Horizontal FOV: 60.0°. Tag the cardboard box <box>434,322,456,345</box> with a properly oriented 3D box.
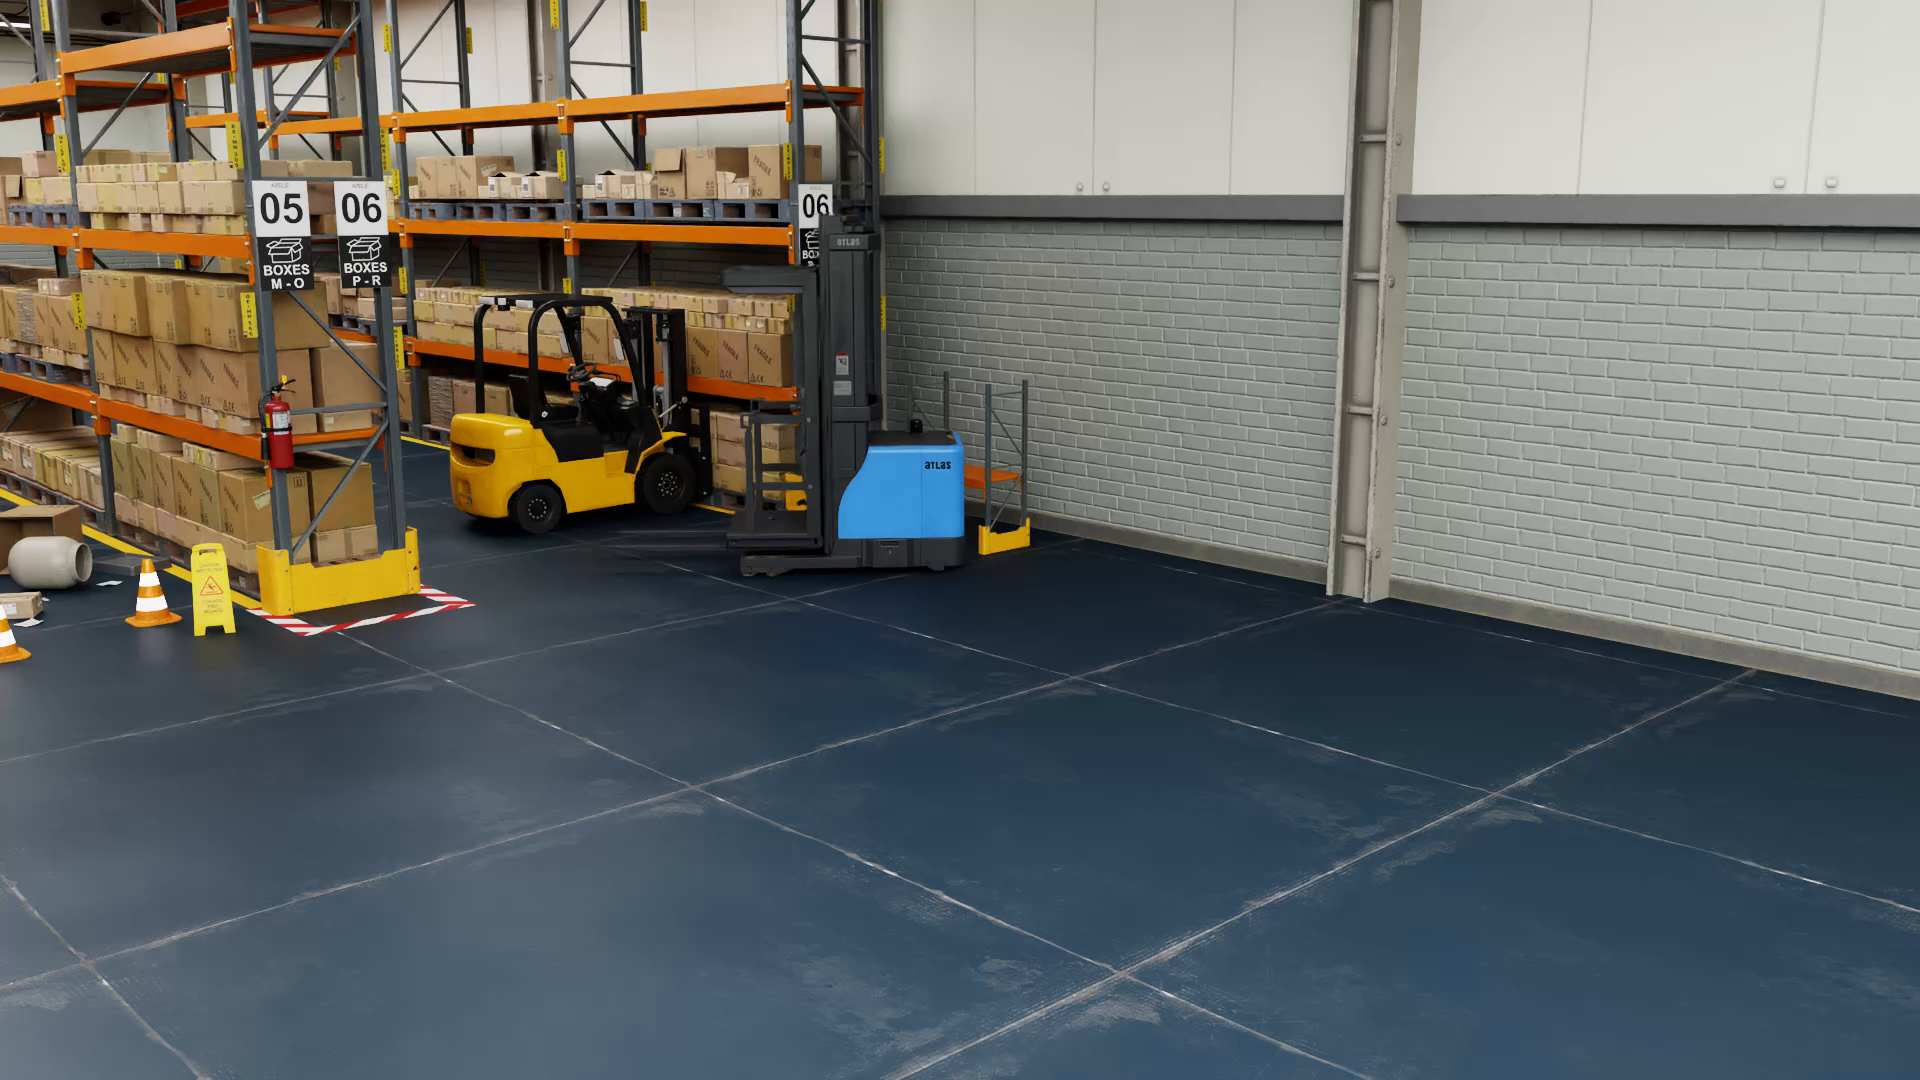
[{"bbox_3d":[-6.223,-2.602,20.819,0.500,0.250,0.500,-11,16,-44],"label":"cardboard box"}]

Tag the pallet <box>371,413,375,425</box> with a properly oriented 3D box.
[{"bbox_3d":[-8.023,-1.775,23.342,1.003,0.211,1.213,-11,16,-43],"label":"pallet"}]

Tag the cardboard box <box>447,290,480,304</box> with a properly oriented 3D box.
[{"bbox_3d":[-6.118,-3.019,20.613,0.380,0.149,0.250,-11,16,-42],"label":"cardboard box"}]

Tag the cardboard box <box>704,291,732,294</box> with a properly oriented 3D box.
[{"bbox_3d":[-2.482,-2.540,17.552,0.380,0.149,0.250,-10,15,-41],"label":"cardboard box"}]

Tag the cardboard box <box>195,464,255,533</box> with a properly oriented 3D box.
[{"bbox_3d":[-5.864,-0.371,13.534,0.500,0.500,0.500,-10,15,-40],"label":"cardboard box"}]

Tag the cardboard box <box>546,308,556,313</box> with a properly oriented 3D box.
[{"bbox_3d":[-4.522,-2.686,18.996,0.380,0.149,0.250,-11,16,-43],"label":"cardboard box"}]

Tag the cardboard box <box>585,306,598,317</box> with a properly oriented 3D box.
[{"bbox_3d":[-3.904,-2.548,18.330,0.380,0.149,0.250,-11,16,-43],"label":"cardboard box"}]

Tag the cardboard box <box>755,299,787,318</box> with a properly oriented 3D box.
[{"bbox_3d":[-1.764,-2.248,16.135,0.380,0.149,0.250,-11,16,-42],"label":"cardboard box"}]

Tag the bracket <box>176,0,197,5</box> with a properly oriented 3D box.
[{"bbox_3d":[-11.610,-8.748,26.489,0.076,0.066,4.783,-11,16,-43],"label":"bracket"}]

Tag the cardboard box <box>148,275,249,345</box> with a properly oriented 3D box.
[{"bbox_3d":[-6.040,-1.852,13.344,0.700,0.500,0.500,-11,16,-43],"label":"cardboard box"}]

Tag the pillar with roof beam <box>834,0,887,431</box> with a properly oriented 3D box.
[{"bbox_3d":[-4.114,-4.247,13.561,9.100,9.000,0.400,-11,16,-43],"label":"pillar with roof beam"}]

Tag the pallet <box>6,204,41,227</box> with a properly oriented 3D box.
[{"bbox_3d":[-8.589,-3.206,16.407,1.213,0.211,1.003,-11,16,-43],"label":"pallet"}]

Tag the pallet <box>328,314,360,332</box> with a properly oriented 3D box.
[{"bbox_3d":[-8.043,-3.038,23.036,1.003,0.211,1.213,-11,16,-43],"label":"pallet"}]

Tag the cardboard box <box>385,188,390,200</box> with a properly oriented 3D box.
[{"bbox_3d":[-7.280,-4.498,21.600,0.250,0.149,0.380,11,16,44],"label":"cardboard box"}]

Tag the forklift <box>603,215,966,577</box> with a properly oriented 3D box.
[{"bbox_3d":[-1.484,-1.242,14.013,3.031,2.935,1.130,-1,12,-3],"label":"forklift"}]

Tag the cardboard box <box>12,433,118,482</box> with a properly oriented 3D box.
[{"bbox_3d":[-9.385,-0.885,17.581,0.950,0.372,0.625,-11,16,-44],"label":"cardboard box"}]

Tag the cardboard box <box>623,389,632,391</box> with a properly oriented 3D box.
[{"bbox_3d":[-3.454,-1.569,18.726,0.500,0.250,0.500,-10,16,-41],"label":"cardboard box"}]

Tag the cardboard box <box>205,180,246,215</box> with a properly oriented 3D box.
[{"bbox_3d":[-5.307,-2.567,12.478,0.500,0.250,0.500,-11,16,-43],"label":"cardboard box"}]

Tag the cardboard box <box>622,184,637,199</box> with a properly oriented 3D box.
[{"bbox_3d":[-3.313,-3.646,17.412,0.380,0.149,0.250,-10,15,-41],"label":"cardboard box"}]

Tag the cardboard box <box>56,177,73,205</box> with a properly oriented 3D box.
[{"bbox_3d":[-8.029,-3.239,15.435,0.500,0.250,0.500,-11,16,-44],"label":"cardboard box"}]

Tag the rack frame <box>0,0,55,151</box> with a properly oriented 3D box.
[{"bbox_3d":[-10.284,-5.095,17.677,1.000,3.000,0.127,-11,16,-43],"label":"rack frame"}]

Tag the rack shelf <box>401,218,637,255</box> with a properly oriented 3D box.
[{"bbox_3d":[-5.315,-3.673,19.996,1.077,0.370,4.000,-11,16,-43],"label":"rack shelf"}]

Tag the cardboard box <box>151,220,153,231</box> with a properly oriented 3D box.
[{"bbox_3d":[-6.417,-2.613,13.690,0.380,0.149,0.250,-11,16,-42],"label":"cardboard box"}]

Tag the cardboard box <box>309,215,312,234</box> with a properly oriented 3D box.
[{"bbox_3d":[-4.999,-2.454,12.918,0.250,0.149,0.380,11,16,43],"label":"cardboard box"}]

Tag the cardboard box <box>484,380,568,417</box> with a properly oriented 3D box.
[{"bbox_3d":[-5.353,-1.606,20.454,0.625,0.625,0.875,11,16,43],"label":"cardboard box"}]

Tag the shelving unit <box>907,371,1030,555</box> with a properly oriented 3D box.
[{"bbox_3d":[0.053,-0.723,15.045,0.587,1.500,1.083,-11,16,-43],"label":"shelving unit"}]

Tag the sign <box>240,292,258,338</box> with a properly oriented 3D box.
[{"bbox_3d":[-5.174,-1.636,12.106,0.100,0.325,0.005,-11,16,-43],"label":"sign"}]

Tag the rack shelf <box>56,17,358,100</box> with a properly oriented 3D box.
[{"bbox_3d":[-6.140,-3.865,13.500,1.077,0.370,4.000,-11,16,-43],"label":"rack shelf"}]

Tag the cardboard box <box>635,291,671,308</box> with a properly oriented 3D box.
[{"bbox_3d":[-3.198,-2.542,17.561,0.380,0.149,0.250,-11,16,-43],"label":"cardboard box"}]

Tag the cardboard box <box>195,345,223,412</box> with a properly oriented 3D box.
[{"bbox_3d":[-5.676,-1.298,13.131,0.500,0.500,0.500,-11,16,-42],"label":"cardboard box"}]

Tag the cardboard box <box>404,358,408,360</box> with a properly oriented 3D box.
[{"bbox_3d":[-7.763,-2.448,23.247,0.380,0.149,0.250,-11,16,-42],"label":"cardboard box"}]

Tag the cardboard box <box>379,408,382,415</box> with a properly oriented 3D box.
[{"bbox_3d":[-7.482,-1.936,22.368,0.500,0.500,0.500,-11,16,-43],"label":"cardboard box"}]

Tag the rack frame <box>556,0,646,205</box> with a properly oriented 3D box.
[{"bbox_3d":[-3.934,-5.203,18.204,1.000,3.000,0.127,-11,16,-43],"label":"rack frame"}]

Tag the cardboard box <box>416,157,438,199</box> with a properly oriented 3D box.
[{"bbox_3d":[-6.372,-4.482,20.599,0.500,0.500,0.500,-11,16,-42],"label":"cardboard box"}]

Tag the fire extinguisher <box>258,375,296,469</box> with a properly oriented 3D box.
[{"bbox_3d":[-5.013,-0.870,12.231,0.296,0.674,0.183,-11,16,-43],"label":"fire extinguisher"}]

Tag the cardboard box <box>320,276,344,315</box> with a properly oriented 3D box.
[{"bbox_3d":[-8.387,-3.395,23.007,0.700,0.500,0.500,-11,16,-43],"label":"cardboard box"}]

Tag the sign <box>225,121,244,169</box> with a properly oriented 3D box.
[{"bbox_3d":[-5.174,-2.817,11.862,0.100,0.325,0.005,-11,16,-43],"label":"sign"}]

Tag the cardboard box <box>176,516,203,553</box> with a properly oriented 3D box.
[{"bbox_3d":[-6.229,-0.081,13.981,0.500,0.250,0.500,11,16,43],"label":"cardboard box"}]

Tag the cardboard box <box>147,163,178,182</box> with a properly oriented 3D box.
[{"bbox_3d":[-6.289,-2.953,13.361,0.380,0.149,0.250,-10,16,-41],"label":"cardboard box"}]

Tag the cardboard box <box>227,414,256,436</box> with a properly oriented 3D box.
[{"bbox_3d":[-5.427,-0.912,12.866,0.380,0.149,0.250,-11,16,-43],"label":"cardboard box"}]

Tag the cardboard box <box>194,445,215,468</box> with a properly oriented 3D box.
[{"bbox_3d":[-5.974,-0.695,13.496,0.380,0.149,0.250,-11,16,-42],"label":"cardboard box"}]

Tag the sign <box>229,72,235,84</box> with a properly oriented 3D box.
[{"bbox_3d":[-11.805,-7.564,26.955,0.100,0.325,0.005,-11,16,-43],"label":"sign"}]

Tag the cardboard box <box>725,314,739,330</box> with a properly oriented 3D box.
[{"bbox_3d":[-2.109,-2.177,16.526,0.380,0.149,0.250,-11,16,-43],"label":"cardboard box"}]

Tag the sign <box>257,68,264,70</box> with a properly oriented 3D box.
[{"bbox_3d":[-9.864,-6.794,23.415,0.100,0.325,0.005,-11,16,-43],"label":"sign"}]

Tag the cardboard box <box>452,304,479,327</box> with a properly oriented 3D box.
[{"bbox_3d":[-5.873,-2.769,20.389,0.500,0.250,0.500,11,16,44],"label":"cardboard box"}]

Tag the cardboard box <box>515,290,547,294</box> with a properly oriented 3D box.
[{"bbox_3d":[-5.251,-2.975,20.399,0.380,0.149,0.250,-10,15,-41],"label":"cardboard box"}]

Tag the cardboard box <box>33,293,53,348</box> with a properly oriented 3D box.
[{"bbox_3d":[-8.702,-2.157,16.259,0.500,0.500,0.500,-10,15,-41],"label":"cardboard box"}]

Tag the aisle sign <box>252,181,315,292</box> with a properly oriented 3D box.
[{"bbox_3d":[-4.926,-2.213,12.113,0.394,0.787,0.004,-11,16,-43],"label":"aisle sign"}]

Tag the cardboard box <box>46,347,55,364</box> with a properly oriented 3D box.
[{"bbox_3d":[-8.628,-1.802,16.145,0.380,0.149,0.250,-11,16,-42],"label":"cardboard box"}]

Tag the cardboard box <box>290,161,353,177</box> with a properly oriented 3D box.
[{"bbox_3d":[-4.857,-2.806,12.648,0.380,0.149,0.250,-11,16,-43],"label":"cardboard box"}]

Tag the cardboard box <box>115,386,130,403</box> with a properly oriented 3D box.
[{"bbox_3d":[-7.324,-1.329,14.891,0.380,0.149,0.250,-10,15,-41],"label":"cardboard box"}]

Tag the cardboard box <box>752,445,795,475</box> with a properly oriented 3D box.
[{"bbox_3d":[-1.734,-0.812,16.294,0.500,0.250,0.500,-11,16,-43],"label":"cardboard box"}]

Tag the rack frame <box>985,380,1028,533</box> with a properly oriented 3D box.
[{"bbox_3d":[0.410,-0.648,14.678,0.500,1.500,0.032,-11,16,-43],"label":"rack frame"}]
